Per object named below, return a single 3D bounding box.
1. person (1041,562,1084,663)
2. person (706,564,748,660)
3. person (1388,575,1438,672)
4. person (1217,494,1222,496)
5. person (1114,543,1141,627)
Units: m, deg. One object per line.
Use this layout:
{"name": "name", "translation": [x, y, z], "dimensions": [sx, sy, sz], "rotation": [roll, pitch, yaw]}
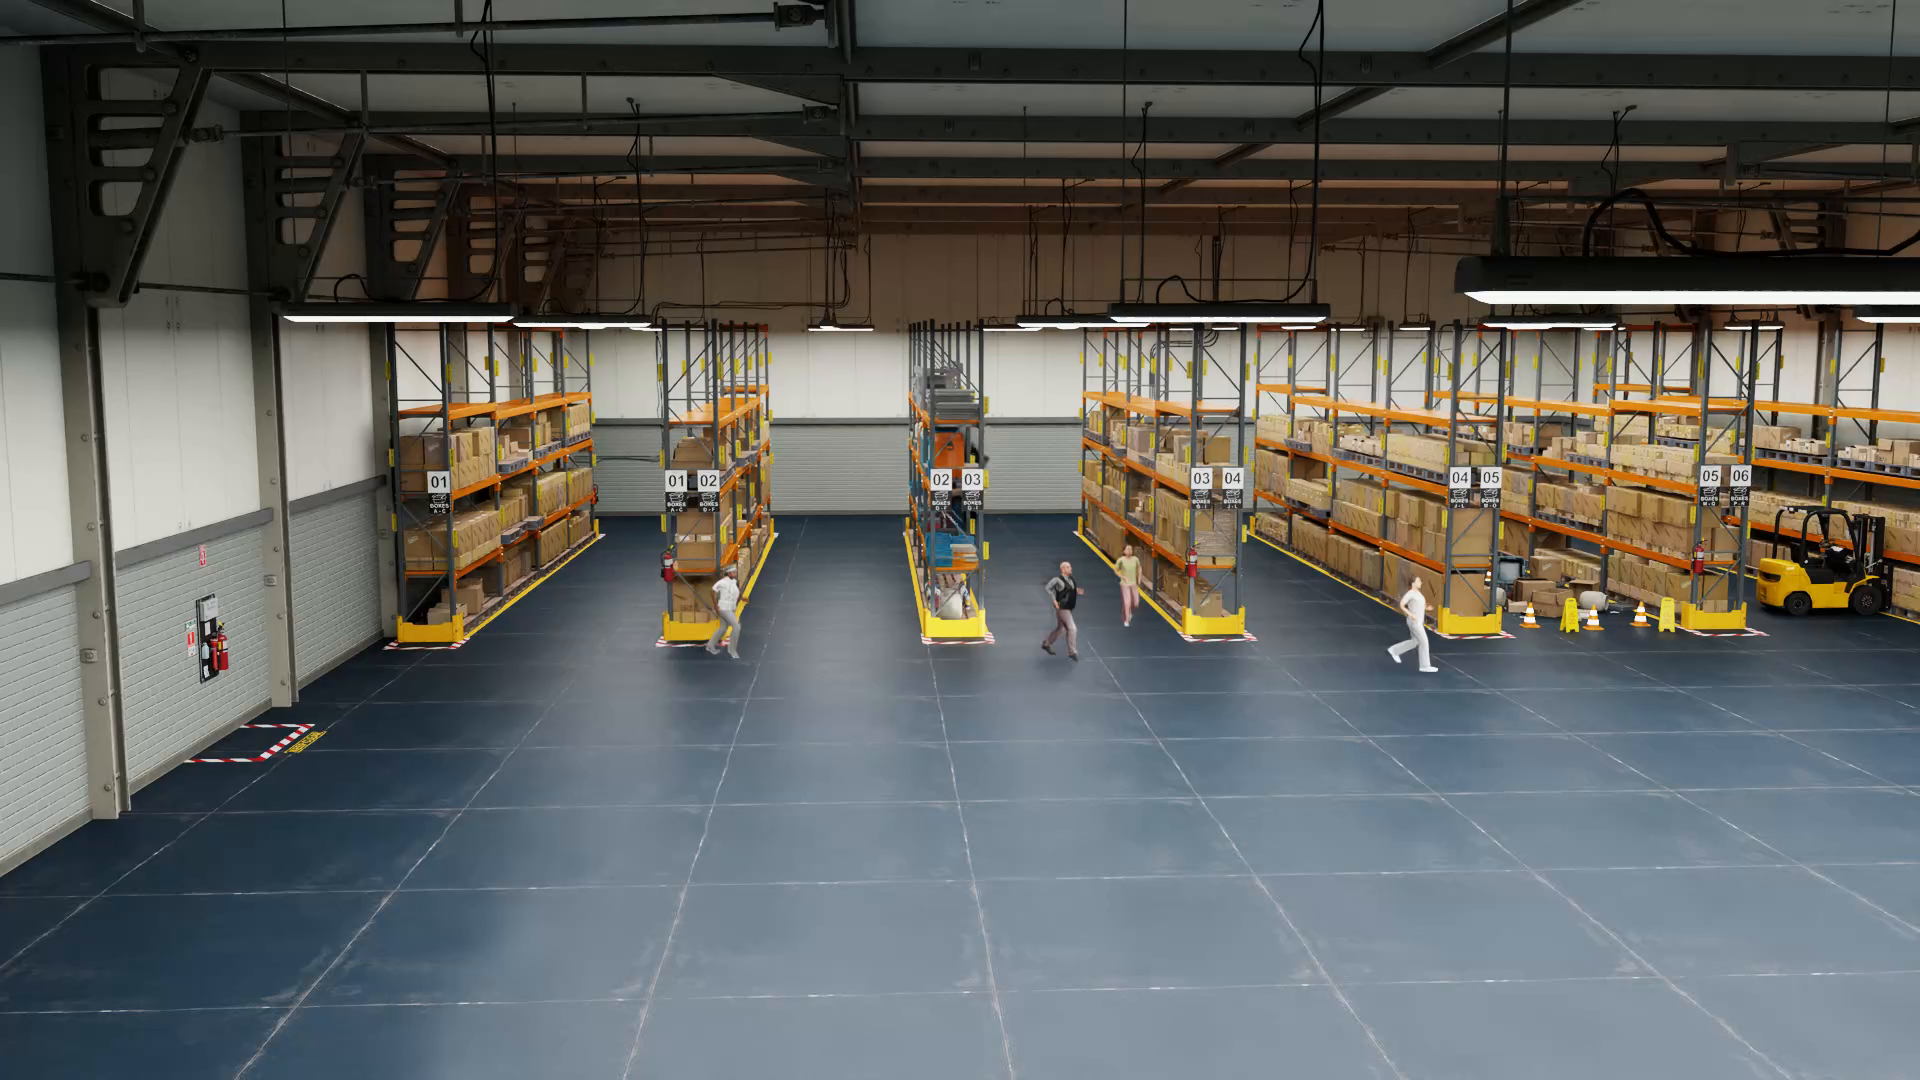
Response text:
{"name": "person", "translation": [1.833, 1.252, 29.353], "dimensions": [0.858, 1.766, 0.636], "rotation": [4, 8, 28]}
{"name": "person", "translation": [-4.142, 1.270, 29.519], "dimensions": [0.837, 1.723, 0.486], "rotation": [2, 7, 14]}
{"name": "person", "translation": [7.731, 1.403, 28.352], "dimensions": [0.895, 1.643, 0.576], "rotation": [4, 8, 32]}
{"name": "person", "translation": [7.459, -1.107, 48.575], "dimensions": [0.862, 1.665, 0.766], "rotation": [5, 8, 33]}
{"name": "person", "translation": [3.304, 0.878, 32.493], "dimensions": [0.606, 1.634, 0.565], "rotation": [-2, 7, -14]}
